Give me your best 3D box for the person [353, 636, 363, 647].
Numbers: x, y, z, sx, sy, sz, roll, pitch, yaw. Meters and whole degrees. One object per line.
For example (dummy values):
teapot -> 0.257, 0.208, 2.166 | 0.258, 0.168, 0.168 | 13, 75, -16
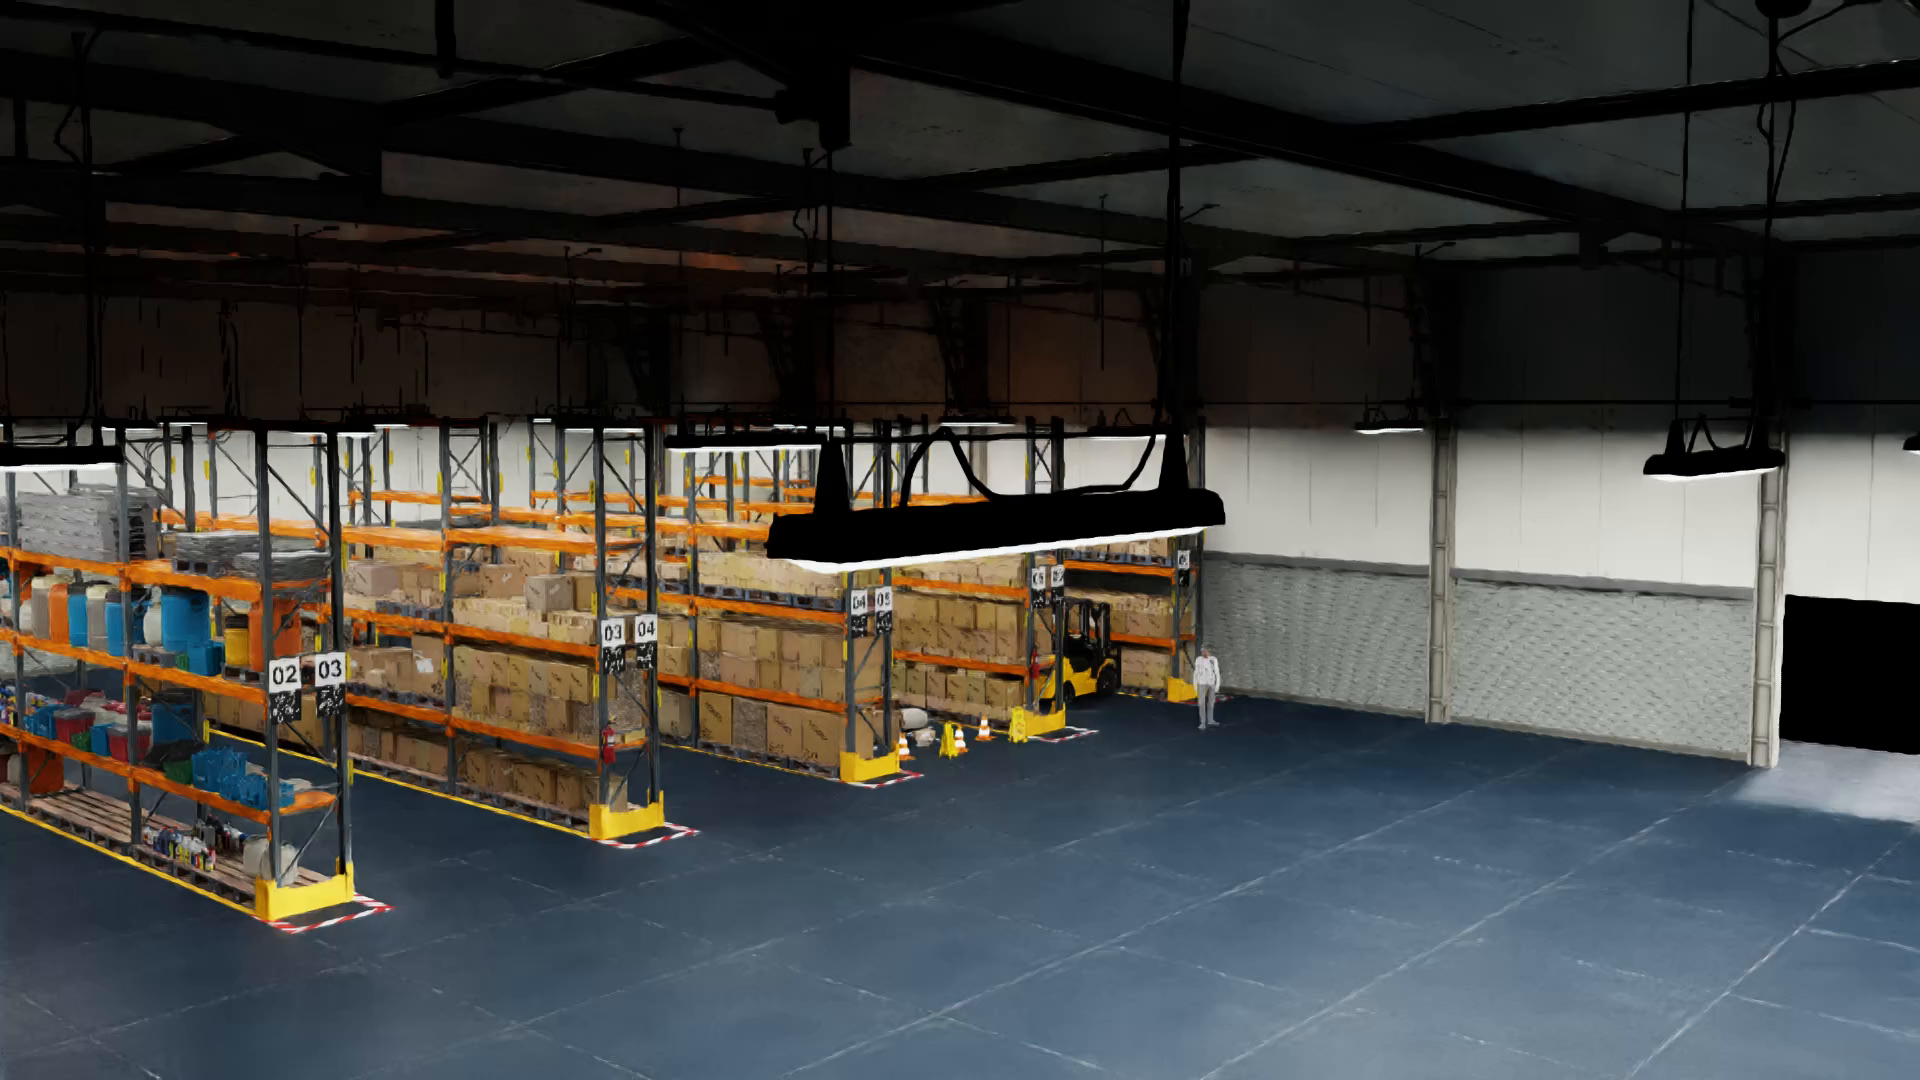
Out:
person -> -11.931, 2.735, 33.007 | 0.556, 1.676, 0.389 | 2, 5, 21

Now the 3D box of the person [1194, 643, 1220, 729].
person -> 4.806, 2.820, 32.360 | 0.520, 1.667, 0.551 | 0, 5, 5
